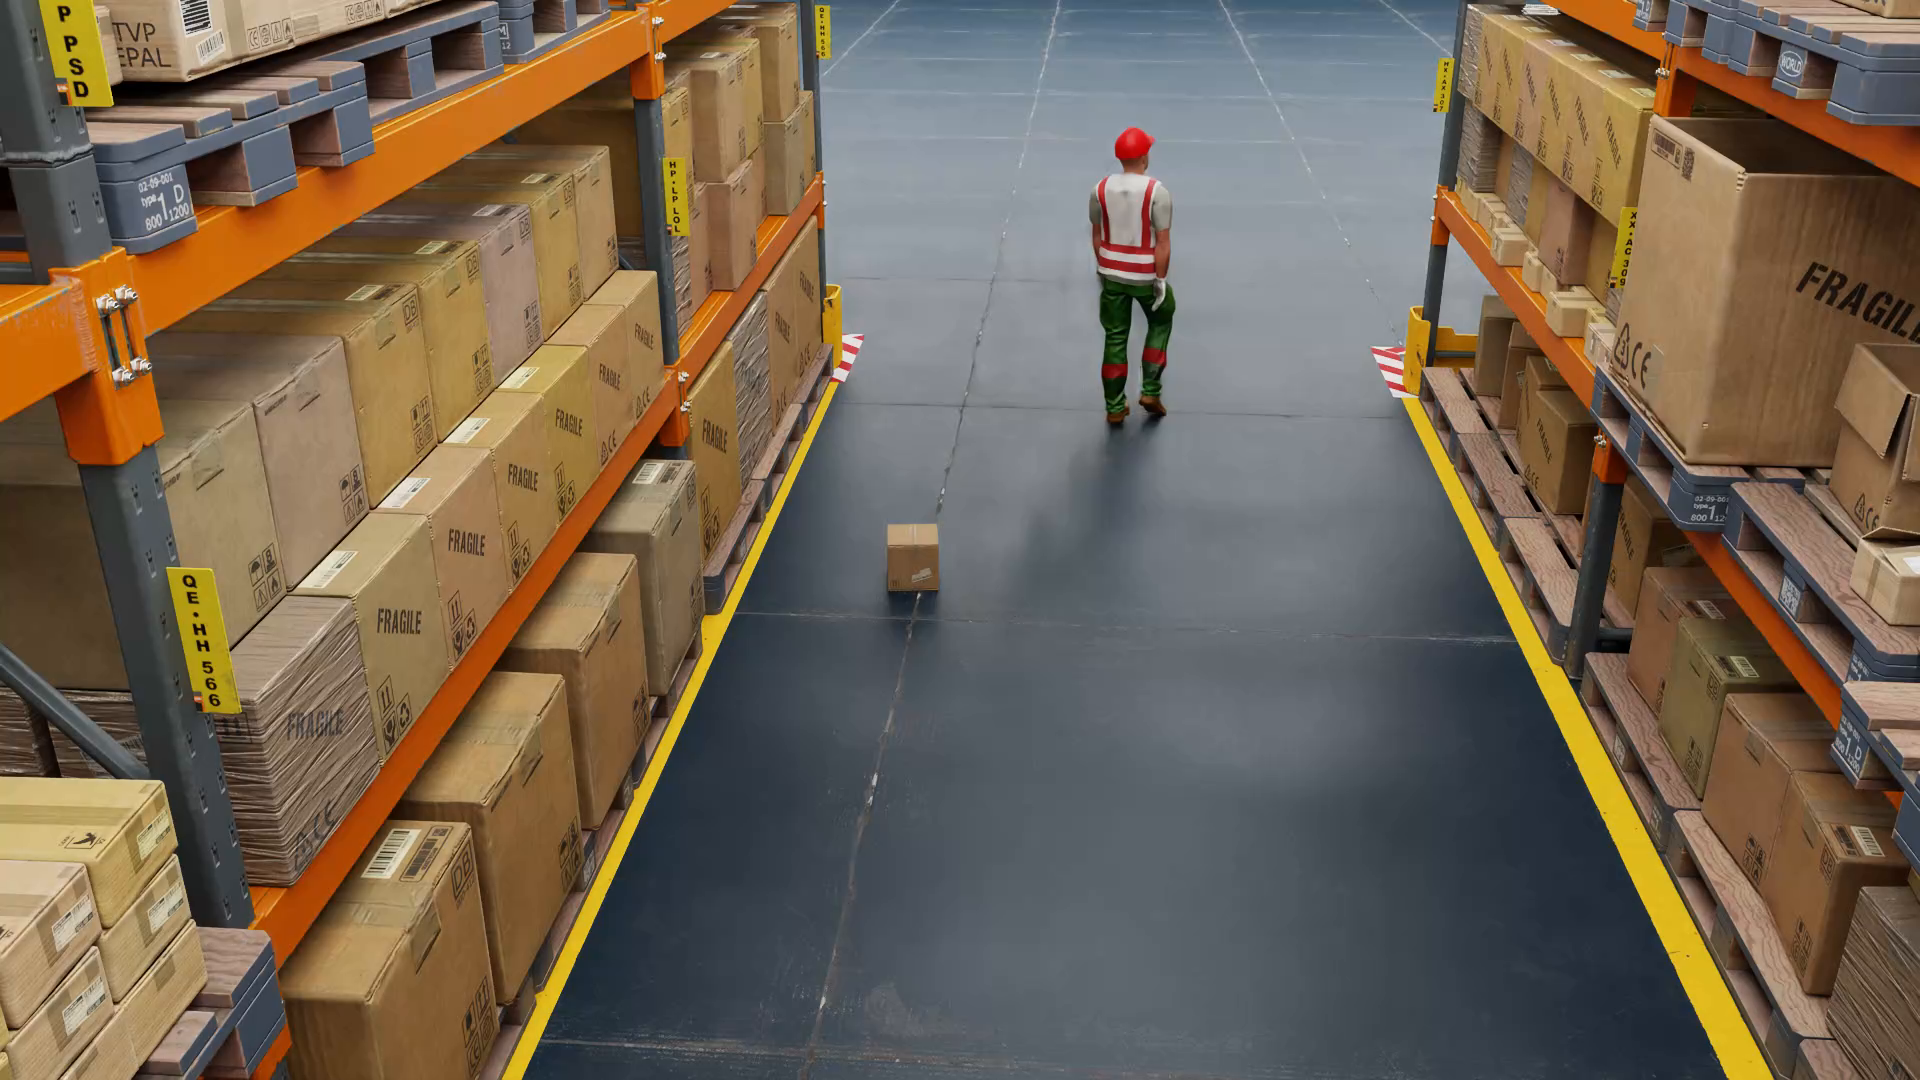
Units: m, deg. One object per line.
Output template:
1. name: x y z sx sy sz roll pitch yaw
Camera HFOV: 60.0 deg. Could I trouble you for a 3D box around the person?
1. person: 1.045 -1.591 10.091 0.529 1.829 0.491 9 26 20
